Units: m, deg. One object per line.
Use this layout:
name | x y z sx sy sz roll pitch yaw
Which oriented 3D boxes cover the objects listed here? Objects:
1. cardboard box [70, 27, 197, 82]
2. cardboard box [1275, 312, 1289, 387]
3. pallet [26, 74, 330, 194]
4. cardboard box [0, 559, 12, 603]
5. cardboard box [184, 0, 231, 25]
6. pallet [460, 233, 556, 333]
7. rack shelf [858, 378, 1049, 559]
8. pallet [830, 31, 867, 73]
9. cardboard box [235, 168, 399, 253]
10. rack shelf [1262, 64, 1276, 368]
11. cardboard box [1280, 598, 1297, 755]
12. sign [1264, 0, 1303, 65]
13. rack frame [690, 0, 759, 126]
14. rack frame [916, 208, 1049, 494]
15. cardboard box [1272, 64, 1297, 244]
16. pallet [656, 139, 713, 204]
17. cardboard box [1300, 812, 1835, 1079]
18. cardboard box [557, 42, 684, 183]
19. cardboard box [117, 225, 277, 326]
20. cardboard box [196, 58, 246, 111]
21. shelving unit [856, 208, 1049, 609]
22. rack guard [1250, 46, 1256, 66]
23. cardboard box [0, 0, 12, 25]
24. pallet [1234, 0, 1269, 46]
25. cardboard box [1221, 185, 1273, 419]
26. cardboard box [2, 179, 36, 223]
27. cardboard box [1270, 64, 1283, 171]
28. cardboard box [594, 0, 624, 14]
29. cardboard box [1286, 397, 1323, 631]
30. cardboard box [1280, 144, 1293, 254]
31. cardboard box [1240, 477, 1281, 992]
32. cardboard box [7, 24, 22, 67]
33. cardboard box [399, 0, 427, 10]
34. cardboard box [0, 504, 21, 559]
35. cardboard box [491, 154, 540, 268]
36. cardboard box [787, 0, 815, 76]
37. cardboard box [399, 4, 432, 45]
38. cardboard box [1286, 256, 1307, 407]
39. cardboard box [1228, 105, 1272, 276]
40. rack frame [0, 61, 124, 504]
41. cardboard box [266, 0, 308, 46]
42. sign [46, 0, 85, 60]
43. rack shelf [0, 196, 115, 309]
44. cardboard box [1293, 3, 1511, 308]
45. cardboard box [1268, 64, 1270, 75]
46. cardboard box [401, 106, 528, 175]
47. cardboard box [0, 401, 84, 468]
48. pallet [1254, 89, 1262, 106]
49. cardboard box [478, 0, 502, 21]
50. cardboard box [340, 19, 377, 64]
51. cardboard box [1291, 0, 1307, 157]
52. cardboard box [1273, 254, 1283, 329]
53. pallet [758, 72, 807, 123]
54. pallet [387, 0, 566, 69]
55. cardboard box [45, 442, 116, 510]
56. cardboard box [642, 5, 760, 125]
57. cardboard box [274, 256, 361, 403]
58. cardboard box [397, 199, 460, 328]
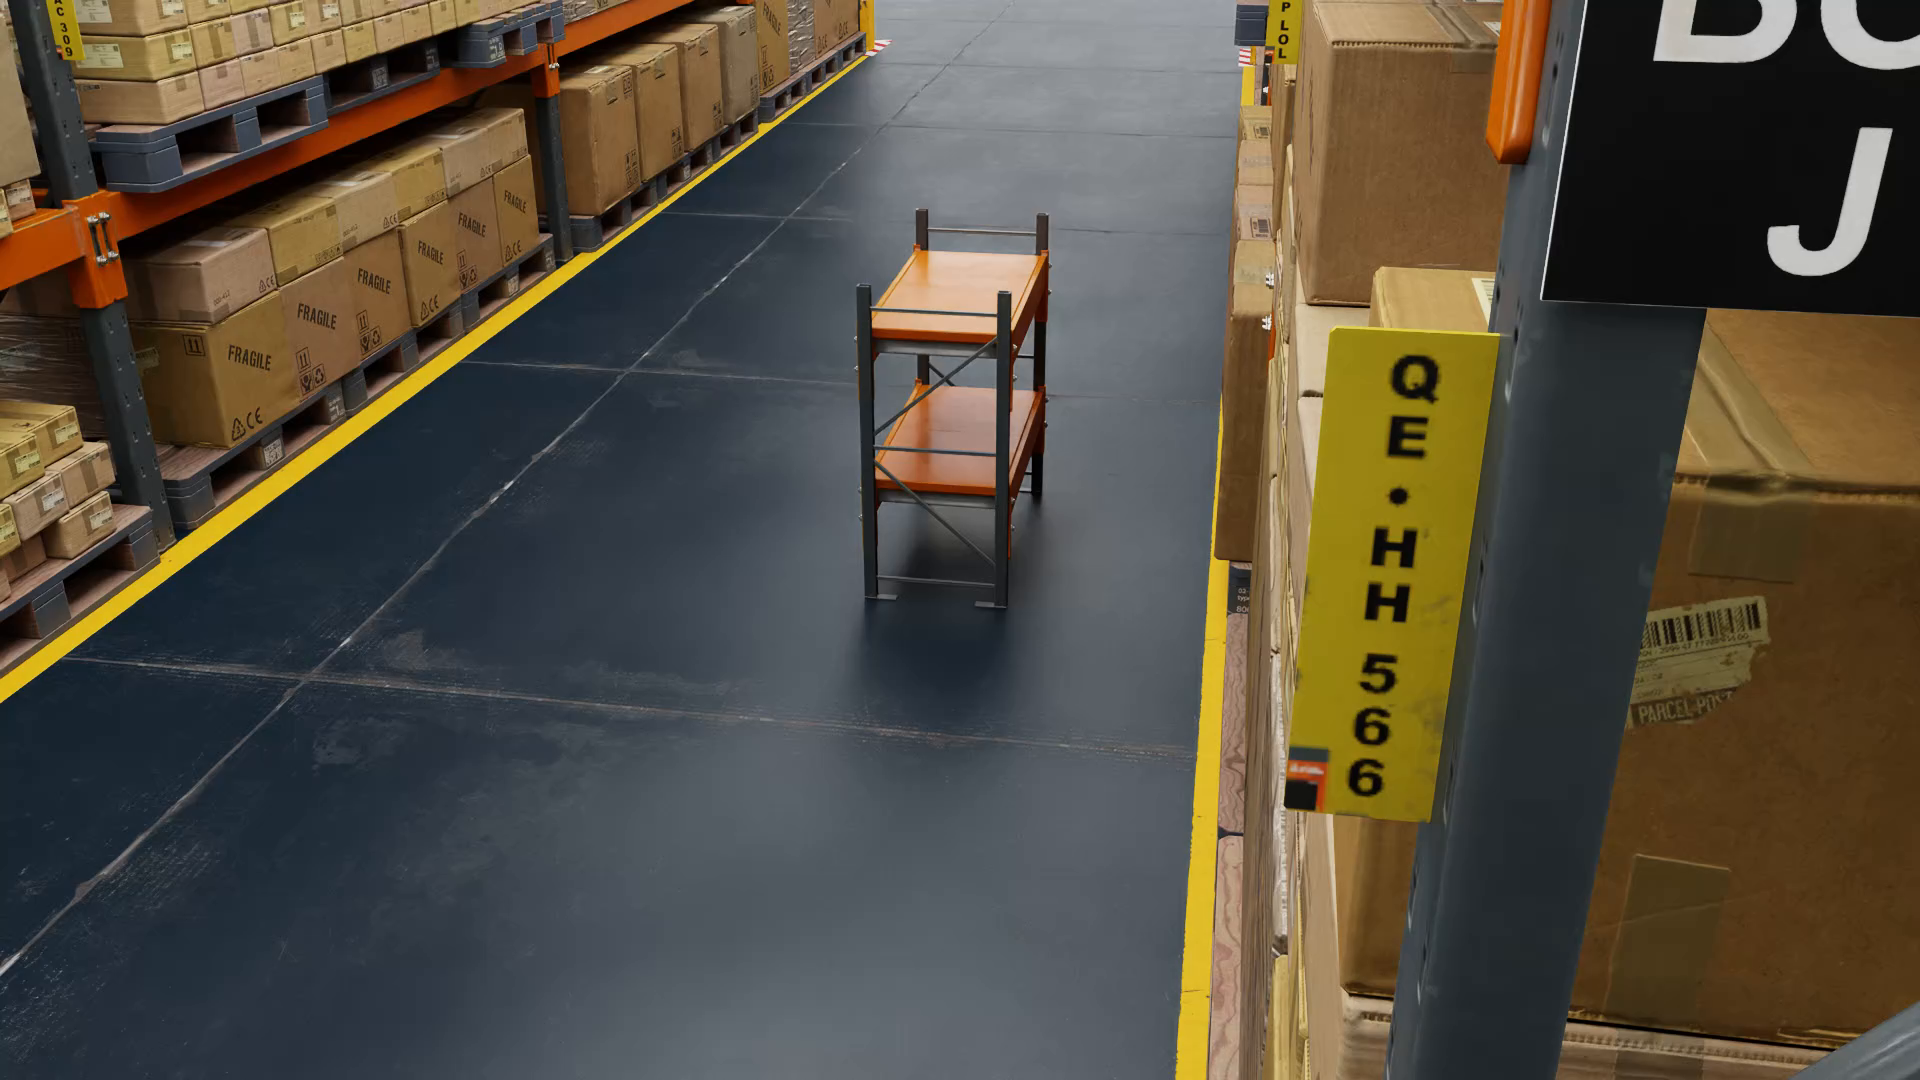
cardboard box | -2.913 -1.698 5.789 0.380 0.149 0.250 4 25 9
cardboard box | 0.942 -0.423 3.912 0.380 0.149 0.250 3 25 7
pallet | -3.163 -1.577 6.306 1.003 0.211 1.213 4 25 9
cardboard box | -3.264 0.153 5.253 0.380 0.149 0.250 3 25 7
cardboard box | -2.873 -1.950 5.976 0.380 0.149 0.250 5 25 10
pallet | -2.907 -1.437 9.071 1.003 0.211 1.213 4 25 9
rack shelf | -0.001 -0.285 6.109 0.538 0.278 1.000 4 25 9
pallet | -1.523 -4.770 16.191 1.003 0.211 1.213 4 25 9
cardboard box | -2.877 -1.478 7.438 0.500 0.250 0.500 5 26 11
rack shelf | 1.773 -1.479 6.719 1.077 0.370 4.000 4 25 9
cardboard box | 0.691 0.220 2.539 0.380 0.149 0.250 3 25 7
sign | 0.909 -1.490 4.623 0.100 0.325 0.005 4 25 9
rack frame | -2.124 -4.700 12.752 1.000 3.000 0.127 4 25 9
rack frame | 0.082 -0.719 6.460 0.500 1.125 0.032 4 25 9
cardboard box | 1.253 -1.228 5.217 0.500 0.500 0.500 4 25 9
pallet | -2.372 -2.597 11.549 1.003 0.211 1.213 4 25 9
cardboard box | 0.609 0.417 1.647 0.500 0.250 0.500 4 25 8
cardboard box | -2.450 -2.812 10.878 1.050 0.750 0.750 4 25 9
cardboard box | -3.050 -1.042 6.507 0.500 0.250 0.500 3 25 6
cardboard box | -2.873 -1.680 6.101 0.380 0.149 0.250 4 25 9
shelving unit | -0.001 -0.507 6.006 0.538 1.125 1.048 4 25 9
rack guard | 3.394 -4.823 15.964 1.175 0.500 0.348 4 25 9
cardboard box | -3.558 -1.881 5.830 0.380 0.149 0.250 5 26 11
pallet | 2.111 -2.859 9.047 1.213 0.211 1.003 4 25 9
cardboard box | 1.676 -0.839 6.514 1.225 0.875 0.875 3 25 7
cardboard box | -3.247 -1.104 5.367 0.380 0.149 0.250 4 25 8
cardboard box | 1.419 -1.653 6.126 0.500 0.500 0.500 4 25 8
cardboard box | -2.357 -3.454 9.973 0.500 0.500 0.500 4 25 8
cardboard box | 0.776 -0.008 2.555 0.500 0.250 0.500 3 25 7
cardboard box | 1.110 -0.856 4.367 0.500 0.250 0.500 4 25 8
cardboard box | 1.112 0.451 3.759 0.875 0.875 0.875 4 25 9
cardboard box | -3.561 -1.745 5.890 0.380 0.149 0.250 5 26 10
cardboard box | -2.618 -2.460 7.418 0.380 0.149 0.250 5 25 10
cardboard box | -3.227 -0.006 5.242 0.380 0.149 0.250 3 25 7
cardboard box | -2.627 -1.792 8.992 0.500 0.500 0.500 4 25 8
cardboard box | -1.808 -4.563 14.471 0.875 0.875 0.875 4 25 9
cardboard box | -2.619 -2.329 7.488 0.380 0.149 0.250 5 26 10
cardboard box | 0.945 -0.432 3.460 0.500 0.250 0.500 5 25 10
cardboard box | 1.966 -1.582 8.102 1.225 0.875 0.875 3 25 6
rack frame | -3.428 -1.354 5.604 0.949 2.616 0.053 4 25 9
cardboard box | -2.789 -2.023 6.484 0.380 0.149 0.250 3 25 6
sign | -2.895 -1.712 5.347 0.100 0.325 0.005 4 25 9
rack shelf | -1.351 -0.689 3.293 5.958 1.845 4.006 4 25 9
cardboard box | 0.947 -0.768 3.295 0.500 0.500 0.500 3 25 7
cardboard box | 1.752 -2.502 7.938 0.500 0.500 0.500 5 26 10
cardboard box | -2.631 -2.120 8.810 0.500 0.250 0.500 3 25 7
cardboard box | -3.232 -0.355 5.637 0.380 0.149 0.250 5 25 10
pallet | 2.828 -3.334 13.124 1.003 0.211 1.213 4 25 9
cardboard box | -2.488 -2.654 8.182 0.380 0.149 0.250 4 25 9
cardboard box | -2.705 -2.110 7.020 0.380 0.149 0.250 4 25 8
cardboard box | 1.115 -1.192 4.199 0.500 0.500 0.500 4 25 9
cardboard box | 1.026 -0.644 4.383 0.380 0.149 0.250 3 25 7
pallet | -1.922 -3.749 14.011 1.003 0.211 1.213 4 25 9
pallet | -2.789 -2.634 8.566 1.213 0.211 1.003 4 25 9
cardboard box | -3.169 -0.234 5.728 0.380 0.149 0.250 5 25 10
cardboard box | -2.136 -3.605 12.572 1.050 0.750 0.750 4 25 8
cardboard box | -2.964 -0.924 7.139 0.500 0.500 0.500 5 26 11
cardboard box | -2.786 -1.352 8.054 0.500 0.500 0.500 3 25 6
